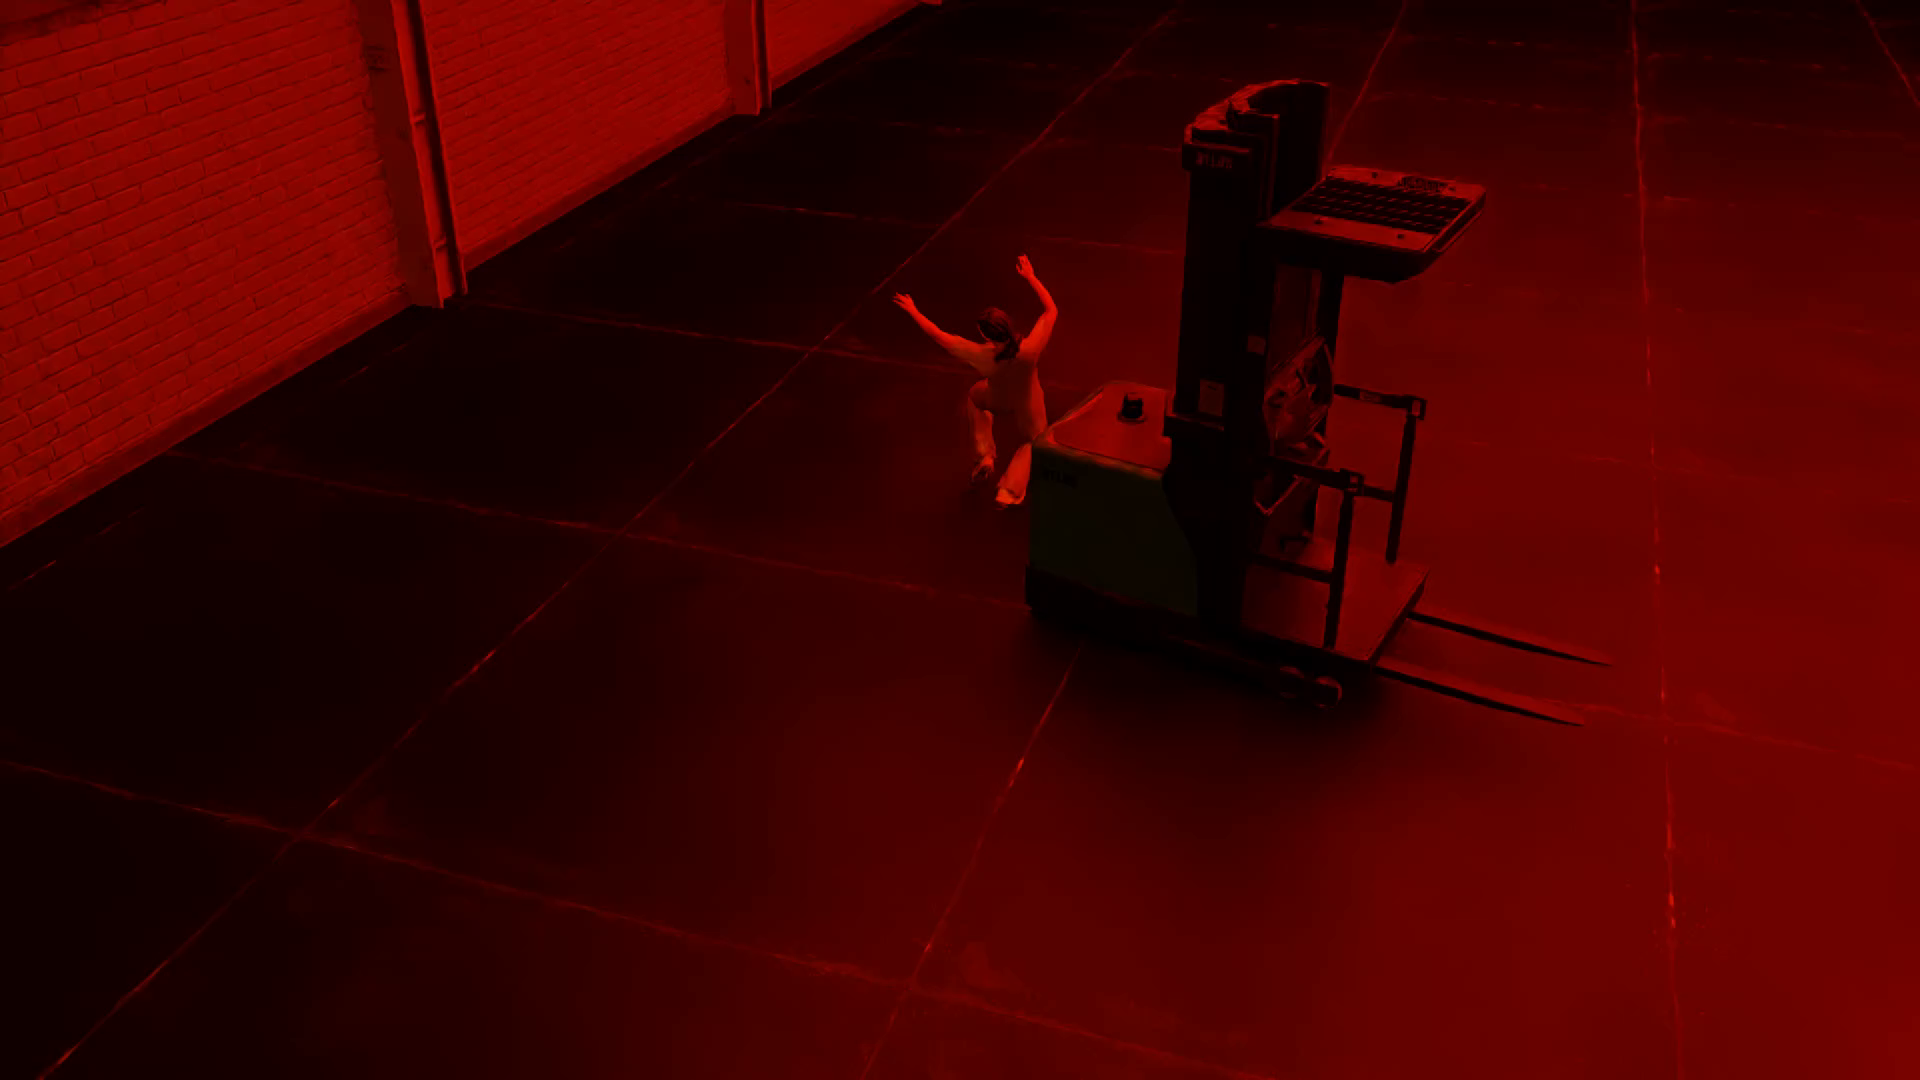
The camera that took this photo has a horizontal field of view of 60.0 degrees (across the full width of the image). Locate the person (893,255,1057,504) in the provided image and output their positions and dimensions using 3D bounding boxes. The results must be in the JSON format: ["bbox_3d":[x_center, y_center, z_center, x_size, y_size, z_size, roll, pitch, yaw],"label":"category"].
[{"bbox_3d":[0.103,-0.980,10.262,0.969,1.561,0.787,5,30,9],"label":"person"}]

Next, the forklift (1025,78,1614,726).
[{"bbox_3d":[1.896,-0.704,8.372,3.031,2.935,1.130,16,34,26],"label":"forklift"}]
